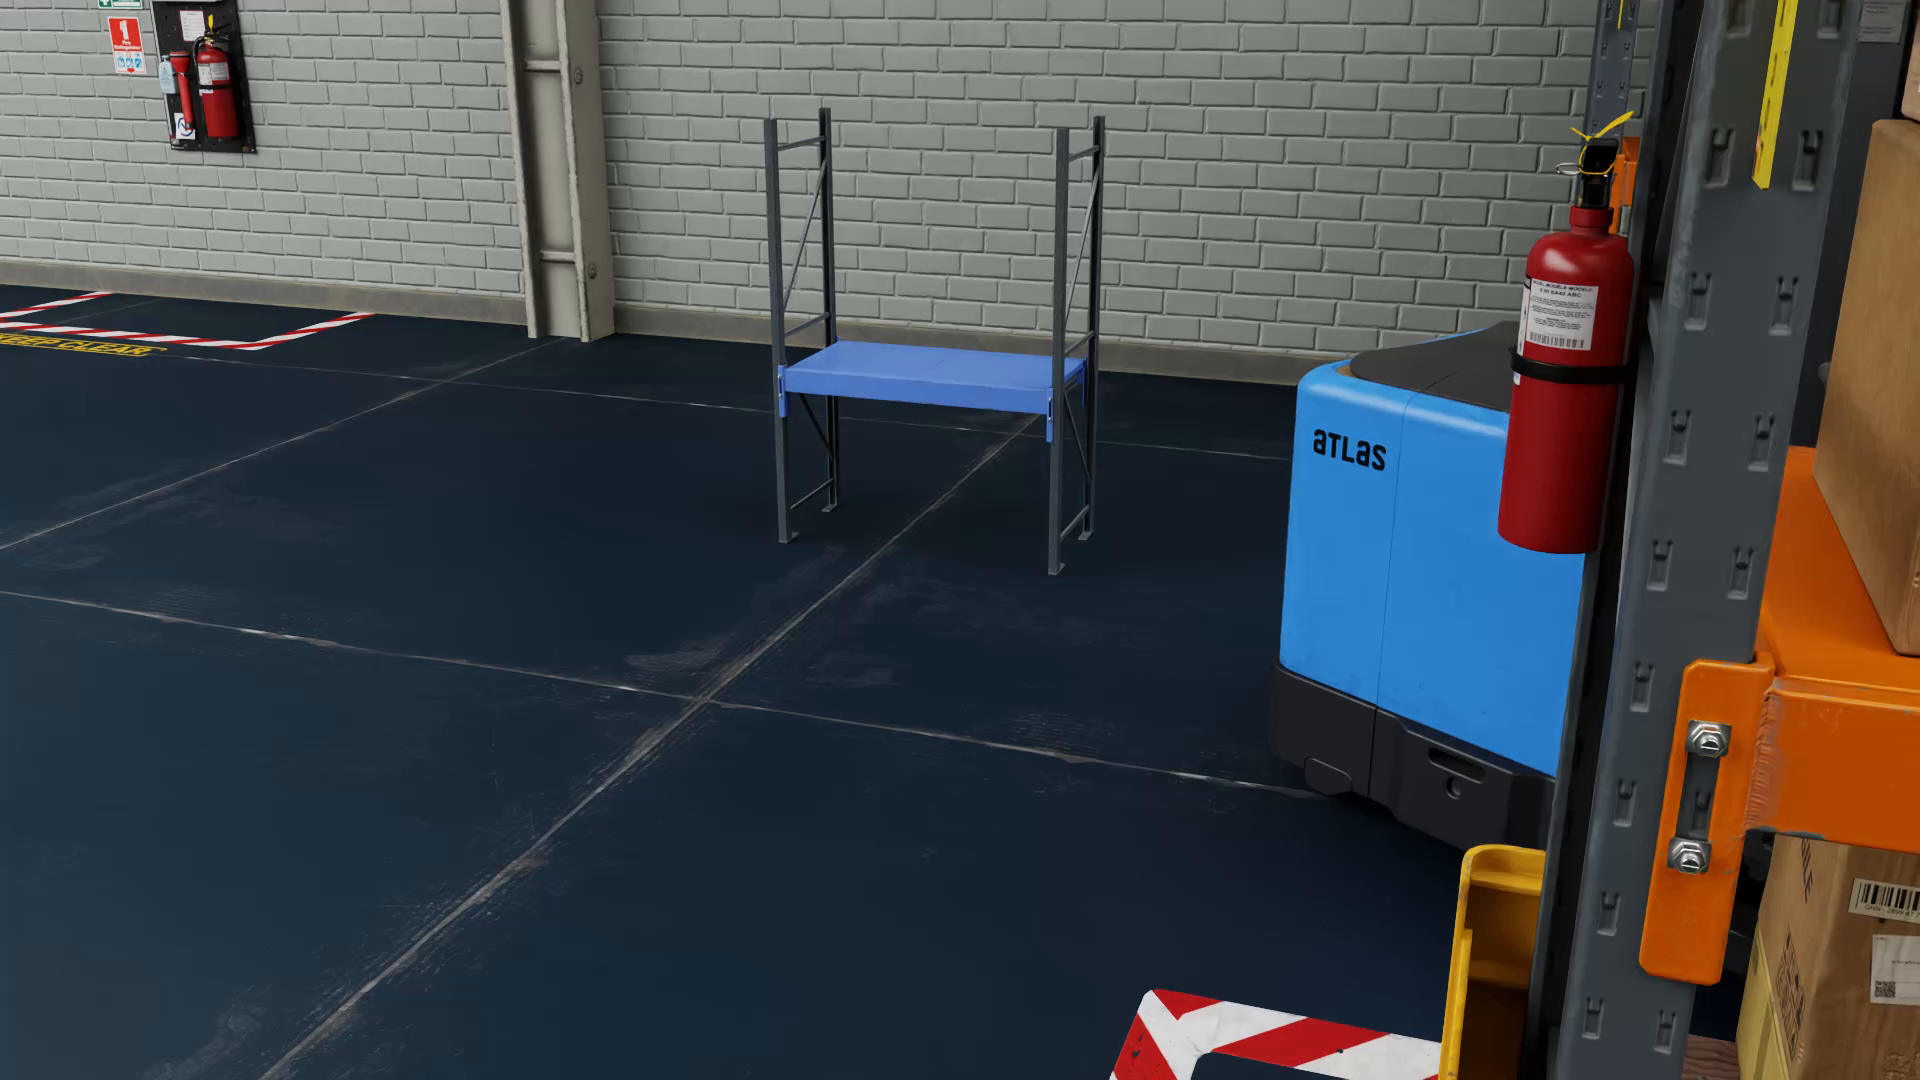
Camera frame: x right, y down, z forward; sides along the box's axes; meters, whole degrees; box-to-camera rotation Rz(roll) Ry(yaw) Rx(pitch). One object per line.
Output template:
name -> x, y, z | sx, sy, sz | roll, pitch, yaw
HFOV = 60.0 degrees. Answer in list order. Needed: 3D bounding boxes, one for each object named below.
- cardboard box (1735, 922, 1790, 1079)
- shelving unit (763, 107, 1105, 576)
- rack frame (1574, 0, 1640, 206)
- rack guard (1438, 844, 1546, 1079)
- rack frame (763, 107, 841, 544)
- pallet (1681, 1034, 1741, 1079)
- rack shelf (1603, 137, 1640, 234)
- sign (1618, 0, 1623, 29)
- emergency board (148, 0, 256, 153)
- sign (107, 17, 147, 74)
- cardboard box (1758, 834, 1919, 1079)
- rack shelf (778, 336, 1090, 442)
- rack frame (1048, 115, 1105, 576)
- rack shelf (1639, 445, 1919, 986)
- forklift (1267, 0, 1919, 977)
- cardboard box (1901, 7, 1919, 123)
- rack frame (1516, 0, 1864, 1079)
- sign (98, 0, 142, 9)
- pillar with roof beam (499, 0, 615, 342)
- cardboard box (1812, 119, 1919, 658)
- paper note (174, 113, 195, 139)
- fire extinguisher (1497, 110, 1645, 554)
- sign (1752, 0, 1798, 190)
cardboard box -> 1.512, 0.866, 2.575 | 0.500, 0.250, 0.500 | 7, 20, 18
shelving unit -> -0.081, -0.717, 5.856 | 1.048, 1.500, 0.538 | 7, 20, 18
rack frame -> 2.531, -1.741, 6.514 | 0.127, 3.000, 1.000 | 7, 20, 18
rack guard -> 0.886, 0.977, 2.513 | 0.348, 0.500, 1.175 | 7, 20, 18
rack frame -> -0.561, -0.772, 6.013 | 0.032, 1.500, 0.500 | 7, 20, 18
pallet -> 1.645, 1.186, 2.354 | 1.213, 0.211, 1.003 | 7, 20, 18
rack shelf -> 4.420, -1.185, 6.013 | 4.000, 0.370, 1.077 | 7, 20, 18
sign -> 2.353, -1.981, 5.888 | 0.005, 0.325, 0.100 | 7, 20, 18
emergency board -> -4.514, -2.861, 9.728 | 0.643, 1.169, 0.194 | 7, 20, 18
sign -> -5.002, -2.970, 9.985 | 0.234, 0.329, 0.001 | 7, 20, 18
cardboard box -> 1.513, 0.511, 2.454 | 0.500, 0.500, 0.500 | 7, 20, 18
rack shelf -> -0.081, -0.548, 5.915 | 1.000, 0.185, 0.538 | 7, 20, 18
rack frame -> 0.400, -0.663, 5.698 | 0.032, 1.500, 0.500 | 7, 20, 18
rack shelf -> 2.798, 0.355, 1.593 | 4.000, 0.370, 1.077 | 7, 20, 18
forklift -> 2.120, -0.507, 3.077 | 1.130, 2.935, 3.031 | -15, 24, -37
cardboard box -> 1.332, -0.572, 2.023 | 0.250, 0.149, 0.380 | 6, 20, 17
rack frame -> 0.910, -0.202, 2.097 | 0.053, 2.616, 0.949 | 7, 20, 18
sign -> -5.001, -3.217, 9.889 | 0.331, 0.109, 0.001 | 7, 20, 18
pillar with roof beam -> -3.605, -4.077, 4.101 | 0.400, 9.000, 9.100 | 7, 20, 18
cardboard box -> 1.345, -0.193, 1.922 | 0.500, 0.500, 0.700 | 7, 20, 18
paper note -> -4.658, -2.486, 9.989 | 0.142, 0.148, 0.016 | 7, 20, 18
fire extinguisher -> 0.949, -0.321, 2.558 | 0.183, 0.674, 0.296 | 7, 20, 18
sign -> 0.721, -0.475, 1.446 | 0.005, 0.325, 0.100 | 7, 20, 18
